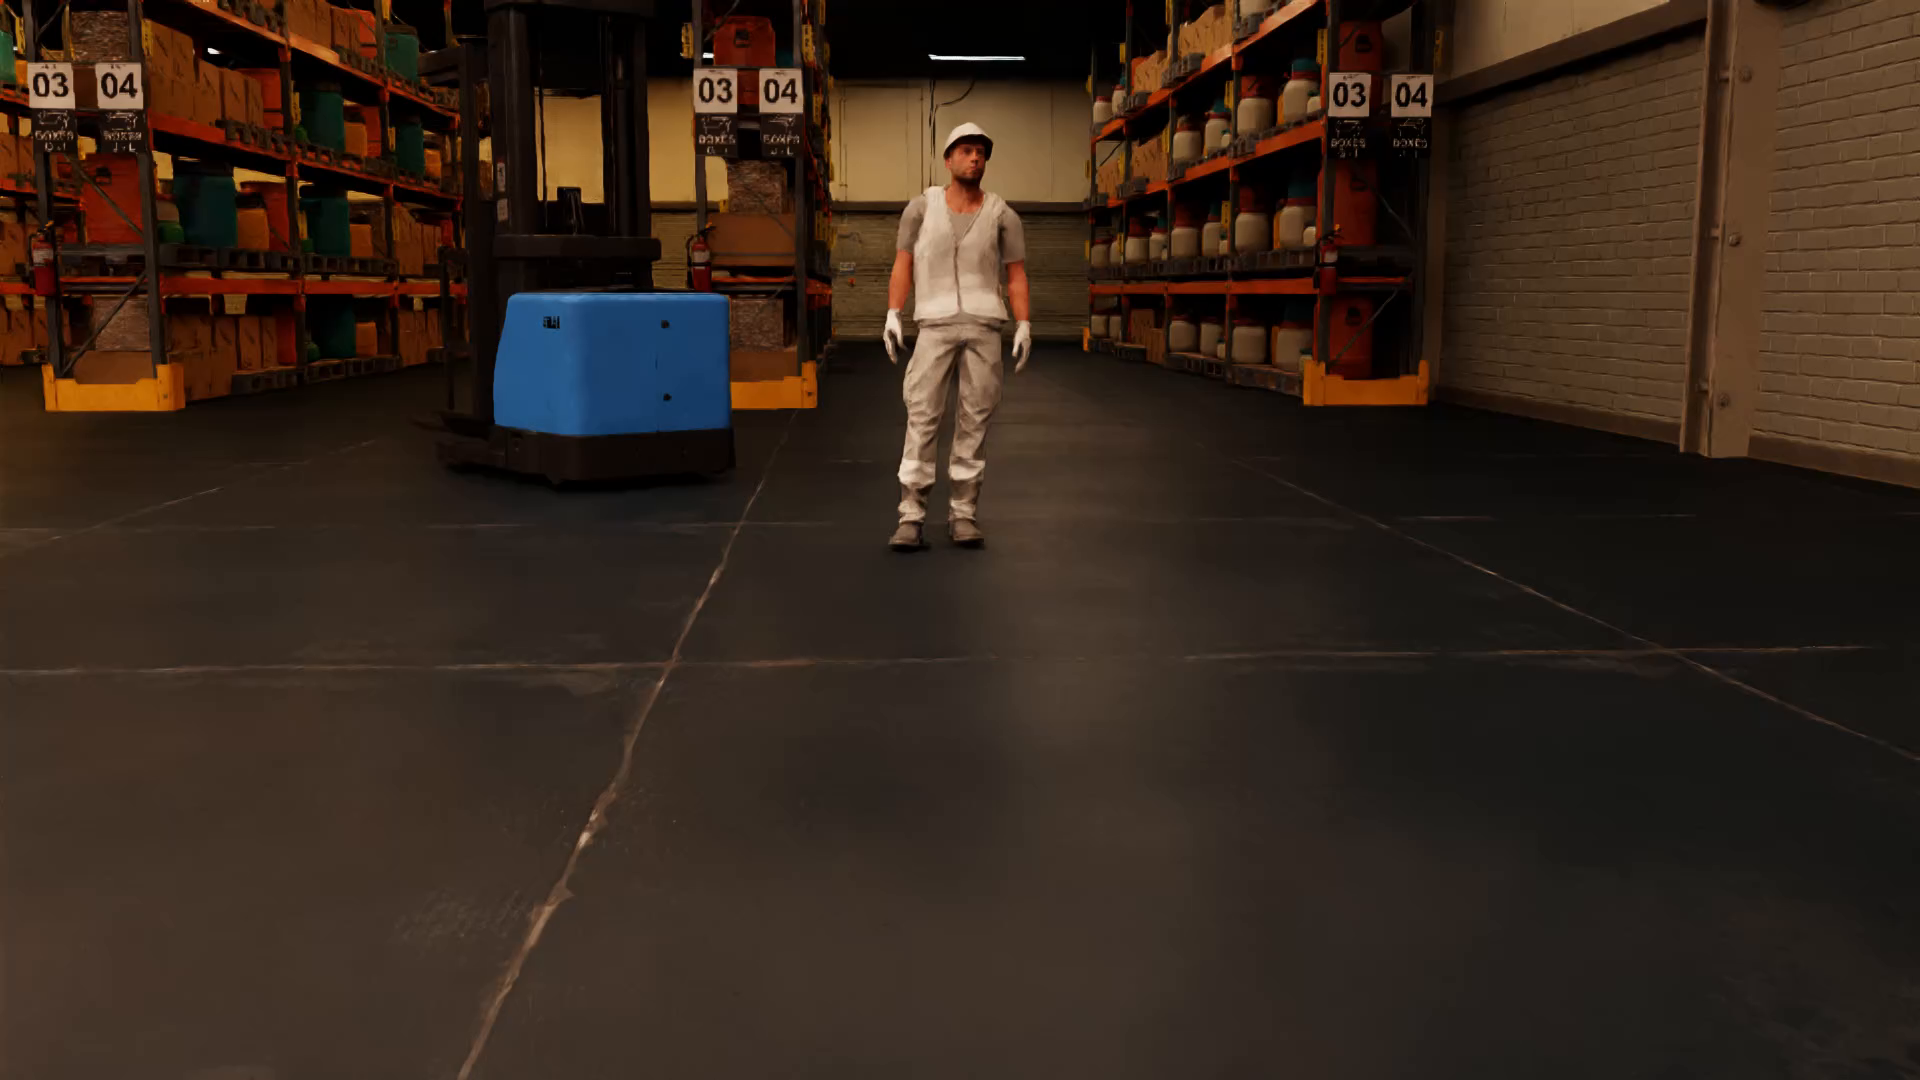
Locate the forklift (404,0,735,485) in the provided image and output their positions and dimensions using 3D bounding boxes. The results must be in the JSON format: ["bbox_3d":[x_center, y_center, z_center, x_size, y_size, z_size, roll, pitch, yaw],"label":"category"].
[{"bbox_3d":[-2.610,-1.919,10.253,1.130,2.935,3.031,-7,11,-38],"label":"forklift"}]

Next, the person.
[{"bbox_3d":[-0.006,-0.880,7.097,0.637,1.787,0.563,-1,8,-4],"label":"person"}]
